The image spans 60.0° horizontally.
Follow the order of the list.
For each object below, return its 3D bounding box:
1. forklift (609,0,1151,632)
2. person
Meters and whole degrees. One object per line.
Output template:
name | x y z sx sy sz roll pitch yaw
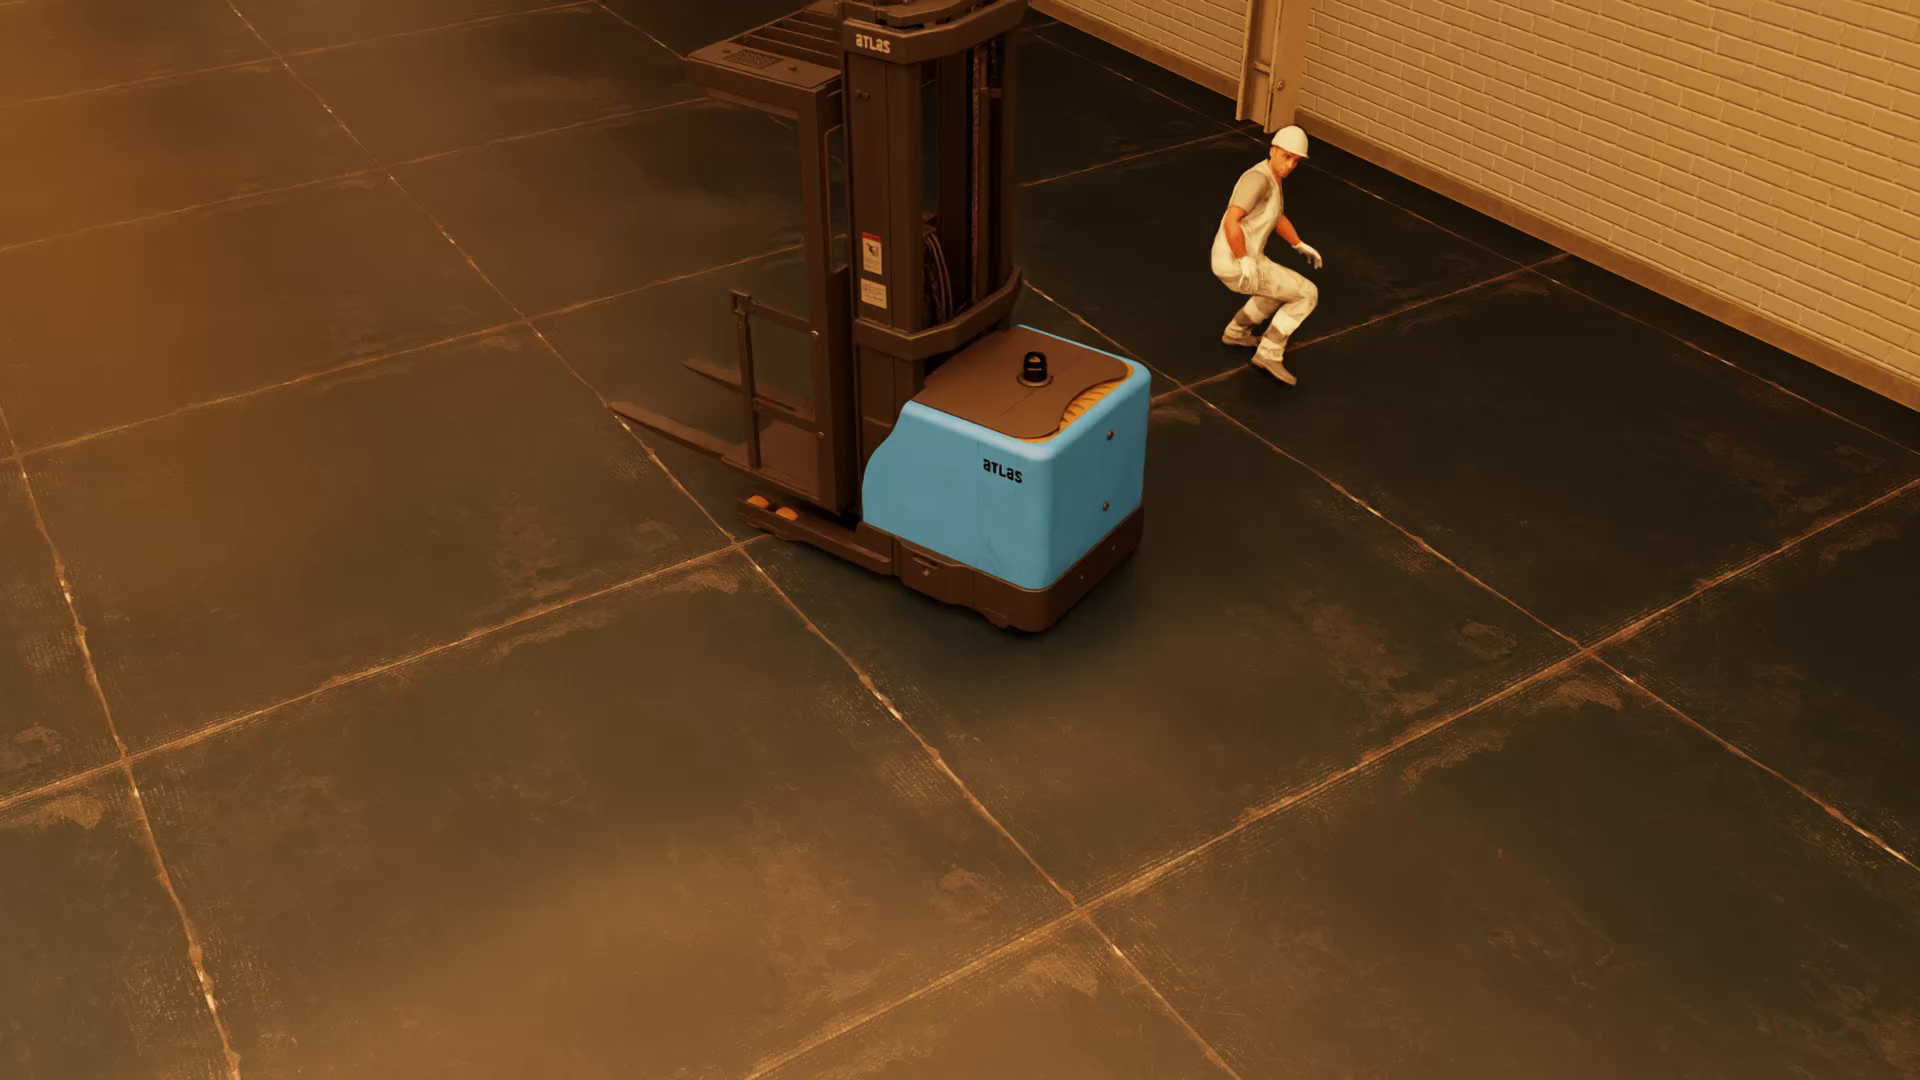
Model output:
forklift | -0.558 -1.426 8.177 3.031 2.935 1.130 22 41 28
person | 1.817 -1.653 9.771 0.680 1.536 0.811 5 35 7
